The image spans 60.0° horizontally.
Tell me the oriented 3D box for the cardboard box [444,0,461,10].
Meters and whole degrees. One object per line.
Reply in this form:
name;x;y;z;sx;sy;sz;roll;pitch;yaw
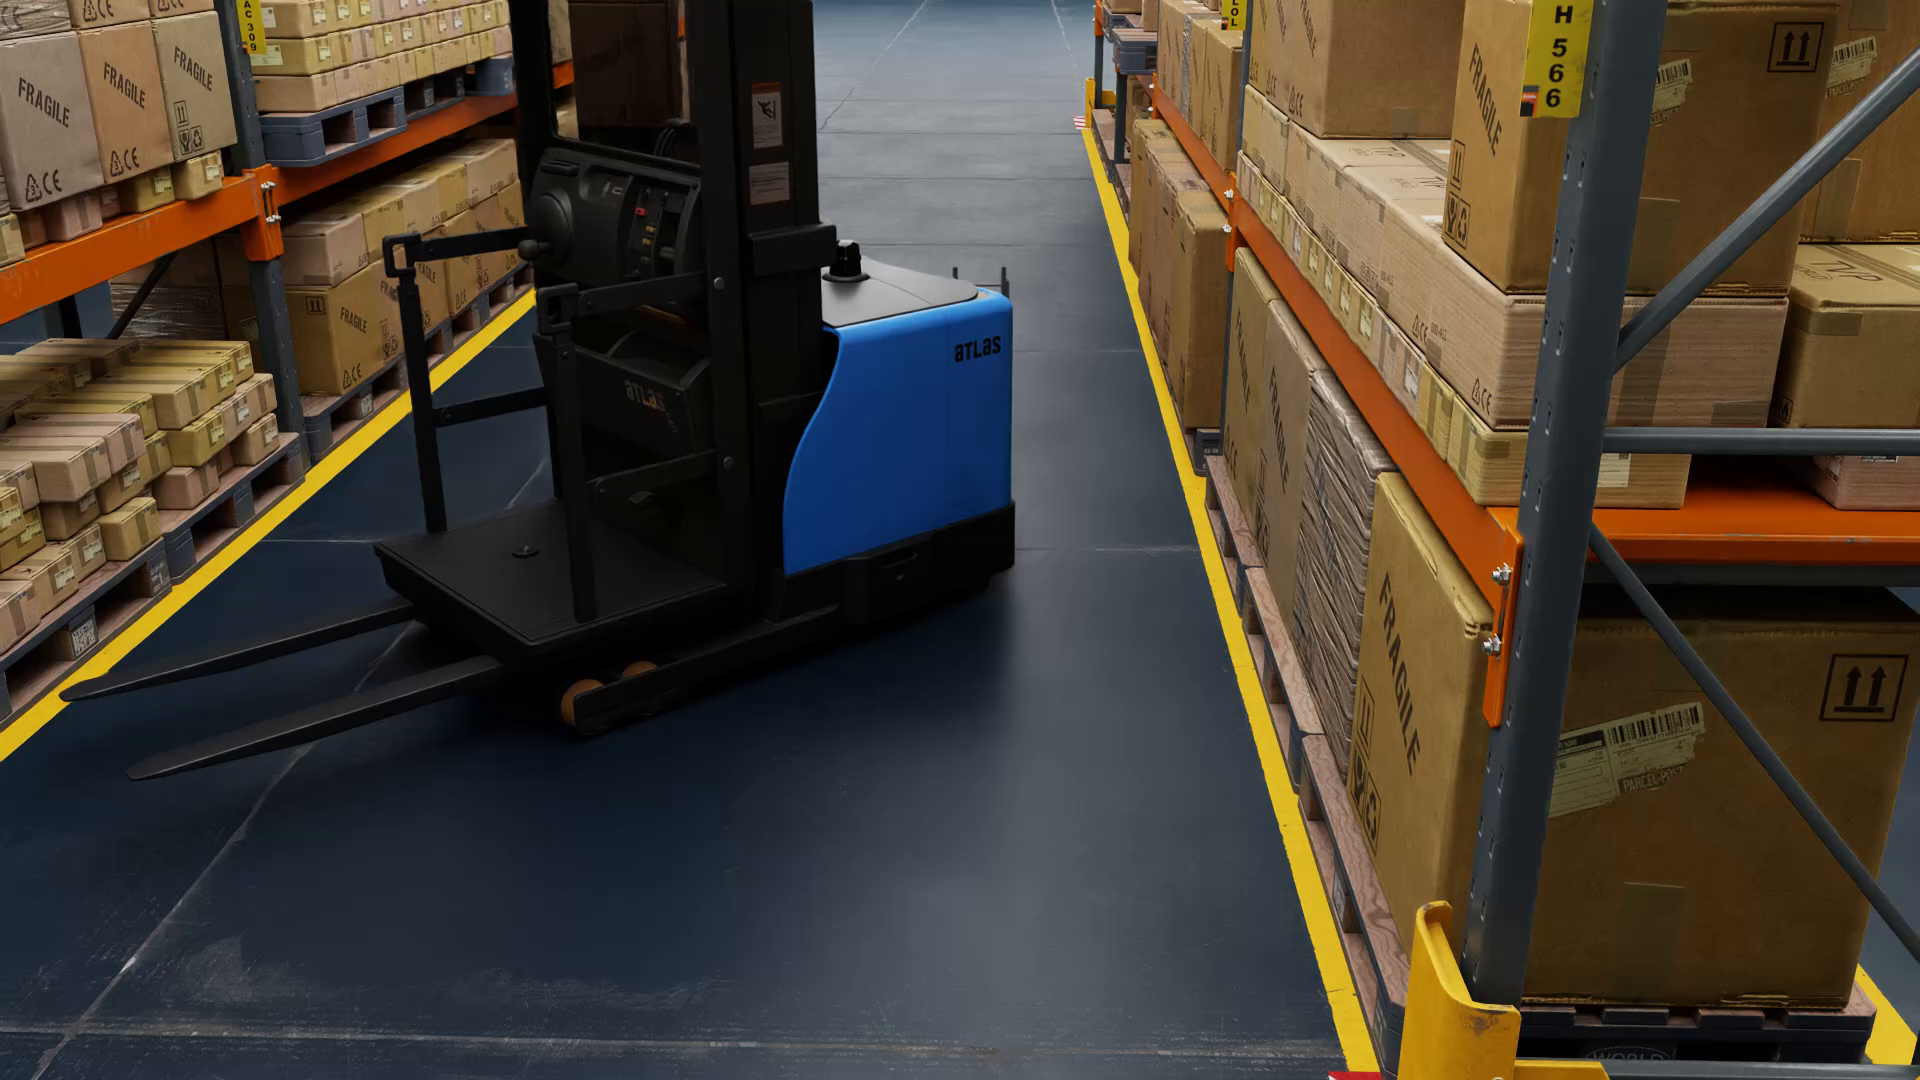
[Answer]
cardboard box;-2.836;-2.846;8.663;0.380;0.149;0.250;2;21;4

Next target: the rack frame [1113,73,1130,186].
rack frame;1.838;-4.495;13.968;1.000;3.000;0.127;1;21;2

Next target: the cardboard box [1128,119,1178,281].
cardboard box;1.675;-2.005;9.907;1.225;0.875;0.875;0;21;-1

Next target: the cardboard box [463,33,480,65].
cardboard box;-2.828;-2.665;9.018;0.380;0.149;0.250;0;21;-1

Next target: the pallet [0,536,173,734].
pallet;-3.379;0.292;5.486;1.003;0.211;1.213;1;21;2

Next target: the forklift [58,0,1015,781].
forklift;-1.237;-0.991;5.030;3.031;2.935;1.130;-18;27;-38

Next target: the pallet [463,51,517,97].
pallet;-3.153;-2.792;9.843;1.213;0.211;1.003;1;21;2

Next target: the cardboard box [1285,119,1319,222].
cardboard box;1.288;-1.137;5.110;0.500;0.250;0.500;1;21;3

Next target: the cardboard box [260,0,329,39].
cardboard box;-2.888;-2.187;6.964;0.380;0.149;0.250;2;21;4

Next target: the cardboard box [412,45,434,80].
cardboard box;-2.854;-2.382;8.289;0.380;0.149;0.250;0;21;1

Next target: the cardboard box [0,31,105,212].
cardboard box;-3.126;-1.334;5.270;0.500;0.500;0.500;1;21;1

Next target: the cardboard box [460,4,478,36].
cardboard box;-2.828;-2.802;8.959;0.380;0.149;0.250;0;21;1

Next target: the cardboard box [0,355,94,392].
cardboard box;-3.645;-0.617;6.510;0.380;0.149;0.250;2;21;4

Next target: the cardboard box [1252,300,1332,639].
cardboard box;1.467;-0.245;5.370;0.875;0.875;0.875;1;21;2

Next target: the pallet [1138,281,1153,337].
pallet;1.617;-1.465;10.013;1.003;0.211;1.213;1;21;2

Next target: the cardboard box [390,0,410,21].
cardboard box;-2.858;-2.564;7.934;0.380;0.149;0.250;0;21;1

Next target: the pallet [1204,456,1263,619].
pallet;1.493;-0.029;6.311;1.003;0.211;1.213;1;21;2

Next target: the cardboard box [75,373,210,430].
cardboard box;-3.079;-0.524;6.270;0.380;0.149;0.250;0;21;1

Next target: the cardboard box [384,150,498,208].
cardboard box;-3.001;-2.087;9.600;0.500;0.250;0.500;1;21;2

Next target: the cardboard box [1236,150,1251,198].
cardboard box;1.253;-1.382;6.292;0.380;0.149;0.250;1;21;2

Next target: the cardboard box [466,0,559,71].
cardboard box;-2.955;-3.346;10.868;0.500;0.500;0.500;1;21;2

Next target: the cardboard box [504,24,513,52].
cardboard box;-2.803;-2.946;9.741;0.380;0.149;0.250;1;21;1

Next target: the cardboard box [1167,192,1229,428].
cardboard box;1.594;-1.040;7.419;1.225;0.875;0.875;1;21;2

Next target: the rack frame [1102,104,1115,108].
rack frame;1.956;-5.942;17.696;0.949;2.616;0.053;1;21;2

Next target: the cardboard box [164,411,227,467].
cardboard box;-3.038;-0.387;6.329;0.380;0.149;0.250;0;21;0

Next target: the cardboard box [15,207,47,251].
cardboard box;-3.173;-0.998;5.301;0.380;0.149;0.250;0;21;1

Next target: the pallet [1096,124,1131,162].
pallet;1.857;-3.881;16.239;1.003;0.211;1.213;1;21;2

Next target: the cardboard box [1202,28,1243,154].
cardboard box;1.358;-2.000;7.400;0.500;0.500;0.500;1;21;3

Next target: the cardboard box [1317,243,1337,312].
cardboard box;1.202;-0.725;4.597;0.380;0.149;0.250;1;21;3

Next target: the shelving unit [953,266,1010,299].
shelving unit;0.077;-0.500;6.366;0.215;1.050;0.252;-1;21;-1

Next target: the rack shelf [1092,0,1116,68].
rack shelf;1.899;-4.883;15.962;1.077;0.370;4.000;1;21;2

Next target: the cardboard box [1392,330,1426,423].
cardboard box;1.170;-0.357;3.650;0.380;0.149;0.250;1;21;2

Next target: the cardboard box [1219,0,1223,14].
cardboard box;1.642;-2.821;8.128;0.797;0.503;0.637;1;21;3

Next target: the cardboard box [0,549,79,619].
cardboard box;-3.112;0.140;5.381;0.380;0.149;0.250;1;21;2

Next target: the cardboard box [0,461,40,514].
cardboard box;-3.194;-0.145;5.295;0.380;0.149;0.250;1;21;2

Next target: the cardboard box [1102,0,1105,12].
cardboard box;1.570;-5.183;16.087;0.380;0.149;0.250;1;21;2

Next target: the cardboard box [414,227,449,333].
cardboard box;-3.055;-1.370;8.787;0.500;0.500;0.500;1;21;3

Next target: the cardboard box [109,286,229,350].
cardboard box;-3.589;-0.995;7.821;0.500;0.500;0.500;0;21;1

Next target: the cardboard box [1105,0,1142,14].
cardboard box;1.674;-4.685;13.047;1.000;1.000;1.000;1;21;2

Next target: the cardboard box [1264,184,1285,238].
cardboard box;1.232;-1.097;5.557;0.380;0.149;0.250;0;21;0

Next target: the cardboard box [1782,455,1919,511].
cardboard box;1.814;-0.164;3.153;0.380;0.149;0.250;1;21;2

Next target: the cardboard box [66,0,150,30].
cardboard box;-3.114;-1.985;5.568;0.500;0.500;0.500;0;21;0

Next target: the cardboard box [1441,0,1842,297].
cardboard box;1.225;-0.754;3.085;0.500;0.500;0.500;1;21;2

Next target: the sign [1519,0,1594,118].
sign;0.931;-0.818;2.562;0.100;0.325;0.005;1;21;2

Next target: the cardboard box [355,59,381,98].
cardboard box;-2.874;-2.101;7.563;0.380;0.149;0.250;1;21;2

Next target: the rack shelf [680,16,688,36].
rack shelf;-3.056;-4.974;16.197;1.077;0.370;4.000;1;21;2

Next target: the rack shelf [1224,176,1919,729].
rack shelf;1.534;-0.544;4.780;1.077;0.370;4.000;1;21;2

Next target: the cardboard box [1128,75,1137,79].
cardboard box;1.902;-4.304;16.349;0.500;0.500;0.500;3;21;7

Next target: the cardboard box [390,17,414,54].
cardboard box;-2.862;-2.427;7.994;0.380;0.149;0.250;1;21;4

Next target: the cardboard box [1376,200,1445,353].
cardboard box;1.239;-0.587;3.691;0.500;0.250;0.500;0;21;1

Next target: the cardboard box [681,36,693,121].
cardboard box;-3.004;-4.344;15.935;0.875;0.875;0.875;1;21;2

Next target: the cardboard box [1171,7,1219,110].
cardboard box;1.404;-2.551;8.819;0.500;0.500;0.500;0;21;1

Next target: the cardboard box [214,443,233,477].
cardboard box;-3.123;-0.322;6.573;0.380;0.149;0.250;1;21;3

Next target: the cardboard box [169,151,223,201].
cardboard box;-3.033;-1.377;6.278;0.380;0.149;0.250;0;21;0
